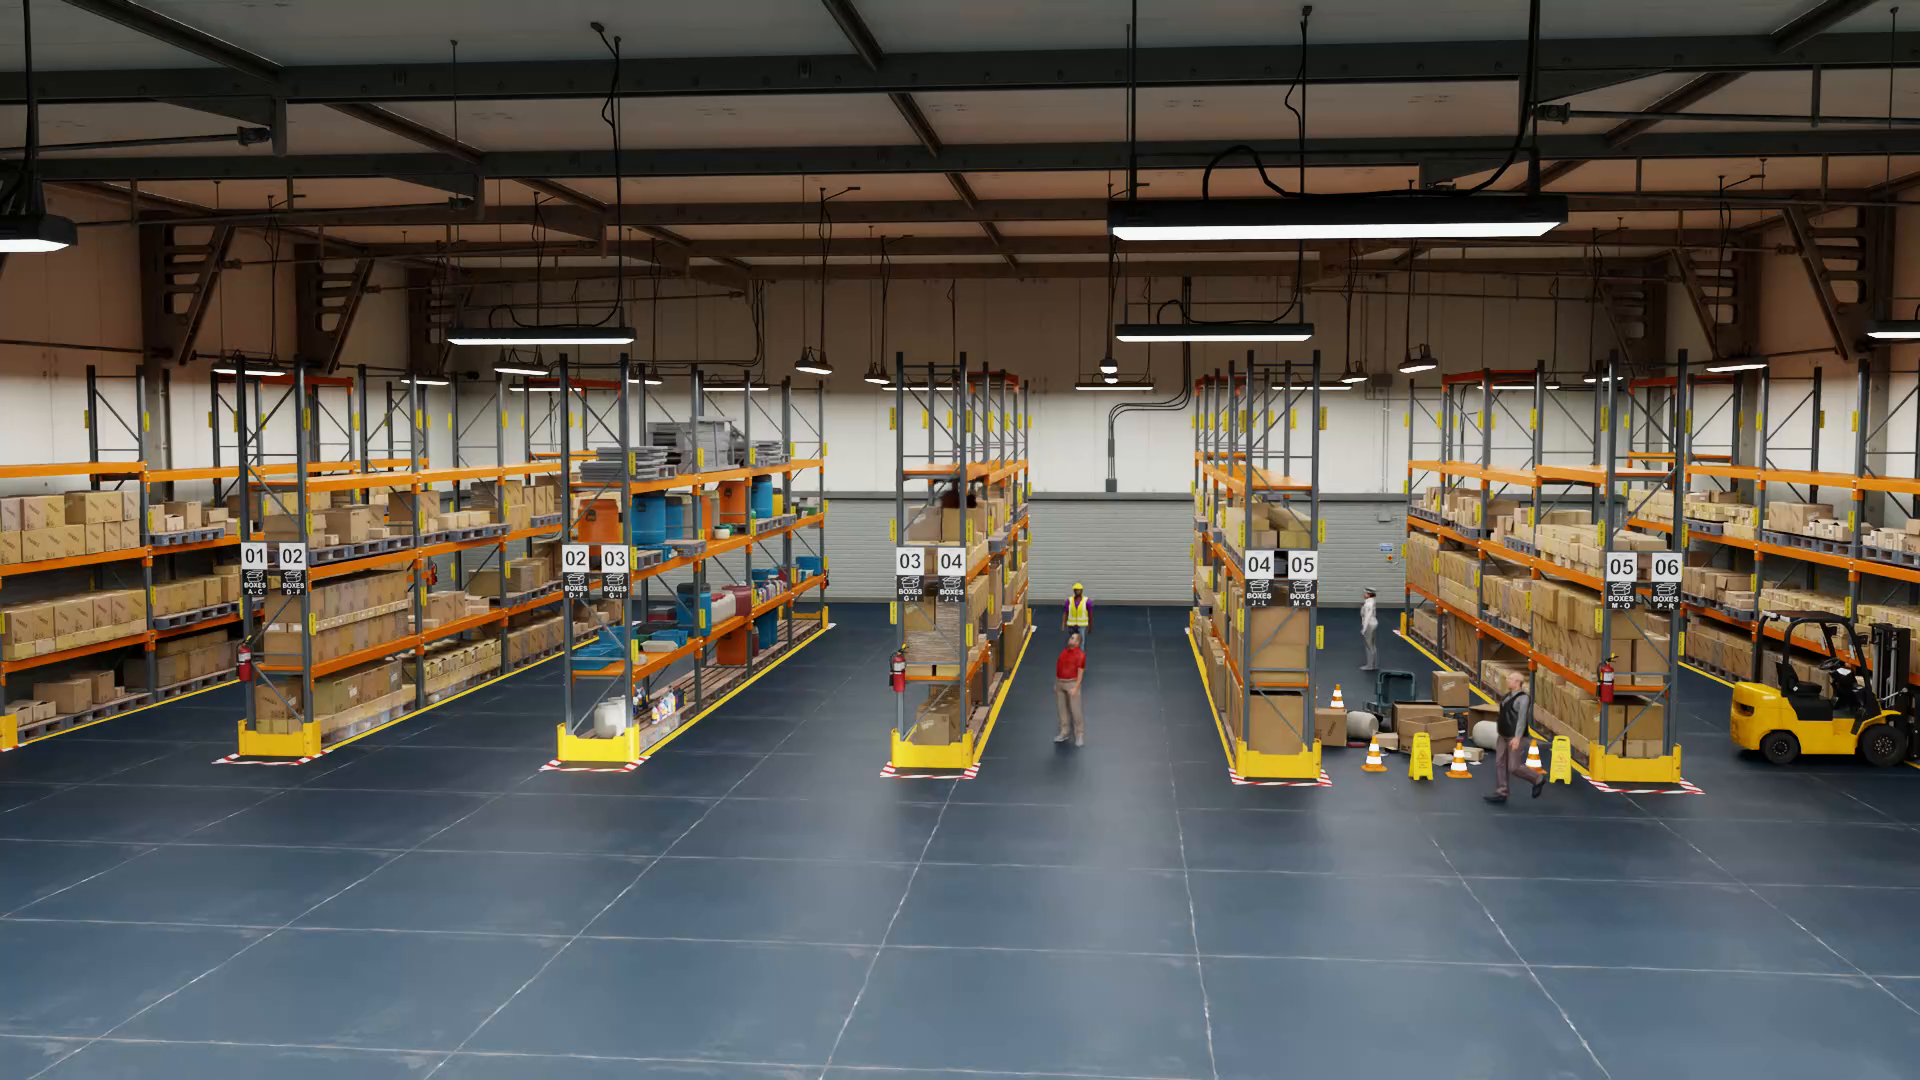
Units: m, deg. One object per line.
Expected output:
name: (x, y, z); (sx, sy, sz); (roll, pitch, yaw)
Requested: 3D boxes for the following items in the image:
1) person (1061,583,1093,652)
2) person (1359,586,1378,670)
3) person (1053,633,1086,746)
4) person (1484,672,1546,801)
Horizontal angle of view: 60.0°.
person: (2.376, 1.741, 33.756); (0.617, 1.729, 0.986); (1, 4, 10)
person: (8.263, 1.780, 33.594); (0.337, 1.700, 0.561); (2, 4, 25)
person: (1.712, 2.332, 25.939); (0.590, 1.754, 0.435); (3, 5, 39)
person: (7.299, 2.589, 21.847); (0.732, 1.710, 0.531); (-1, 4, -14)
